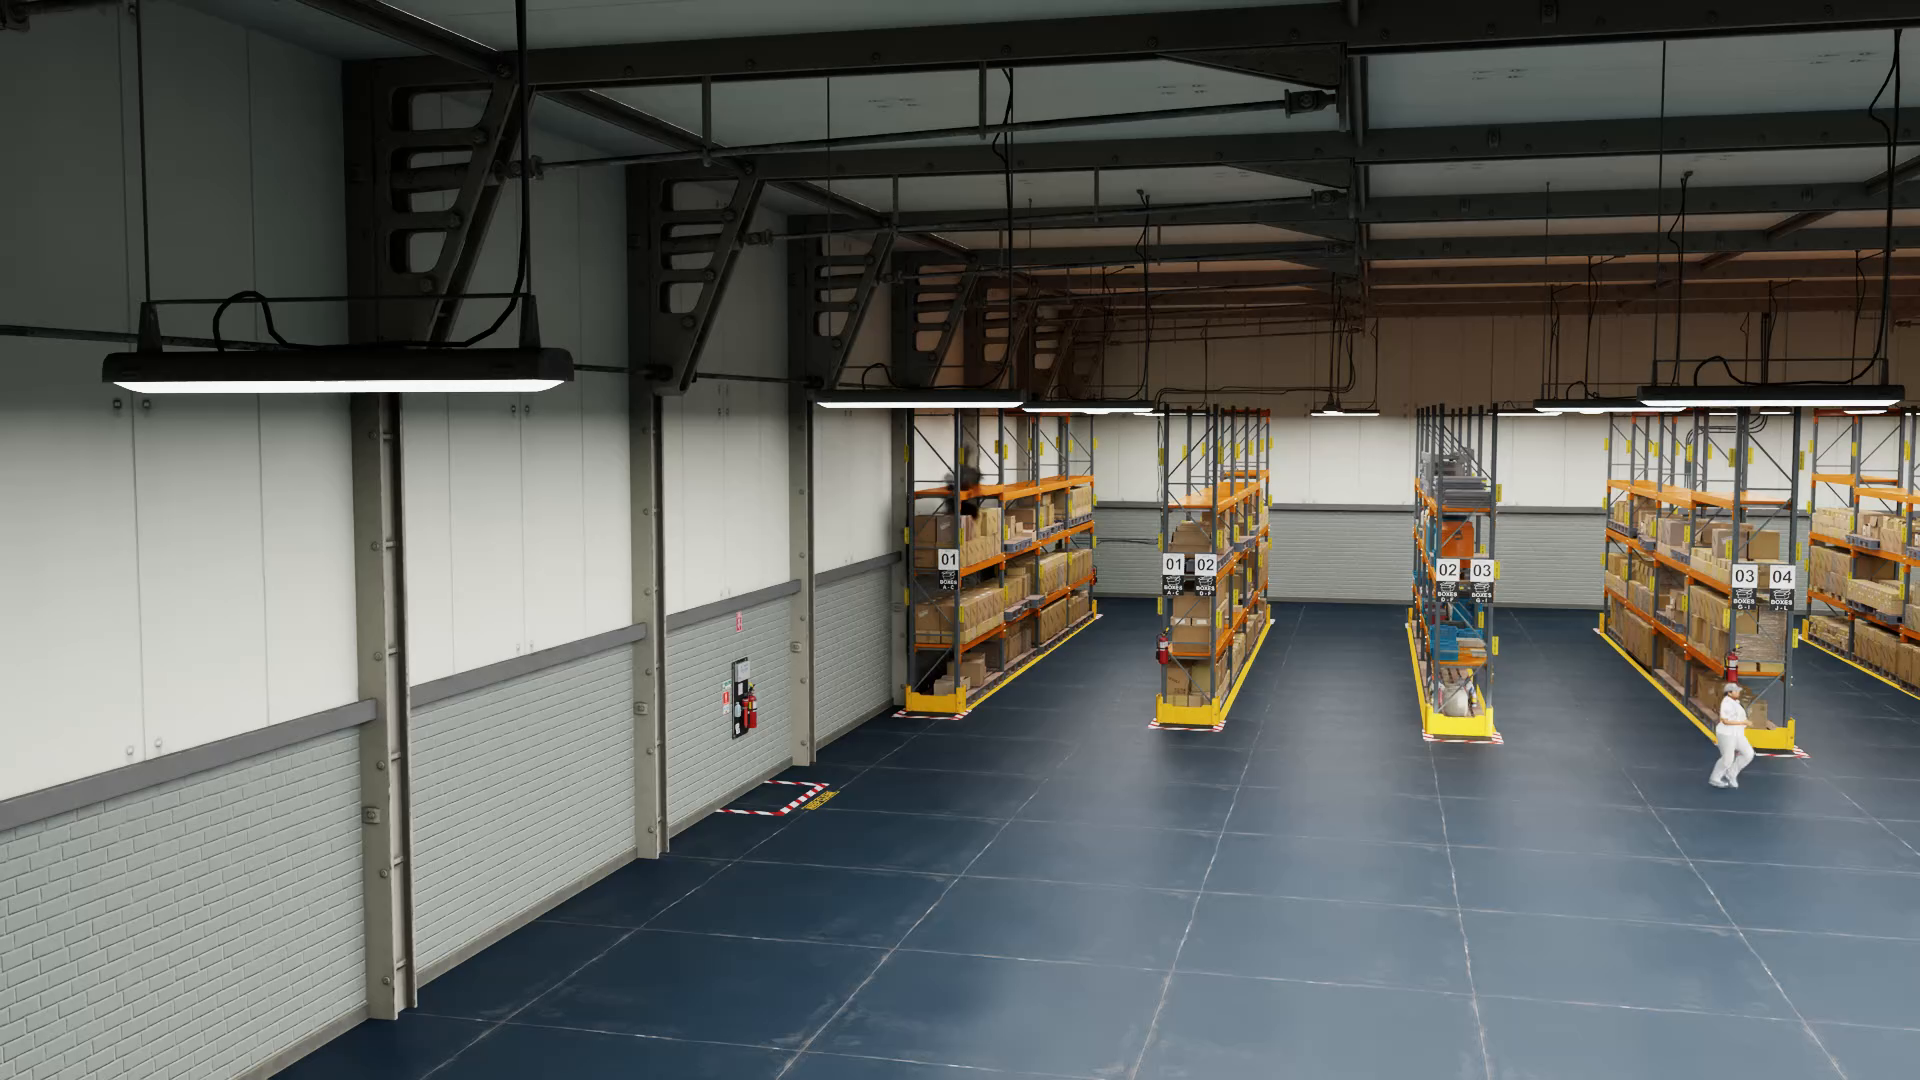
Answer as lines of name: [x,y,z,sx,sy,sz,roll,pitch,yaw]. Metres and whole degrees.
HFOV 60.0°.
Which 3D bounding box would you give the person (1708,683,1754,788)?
person: [11.957,3.037,25.718,0.571,1.651,0.648,-4,6,-42]
